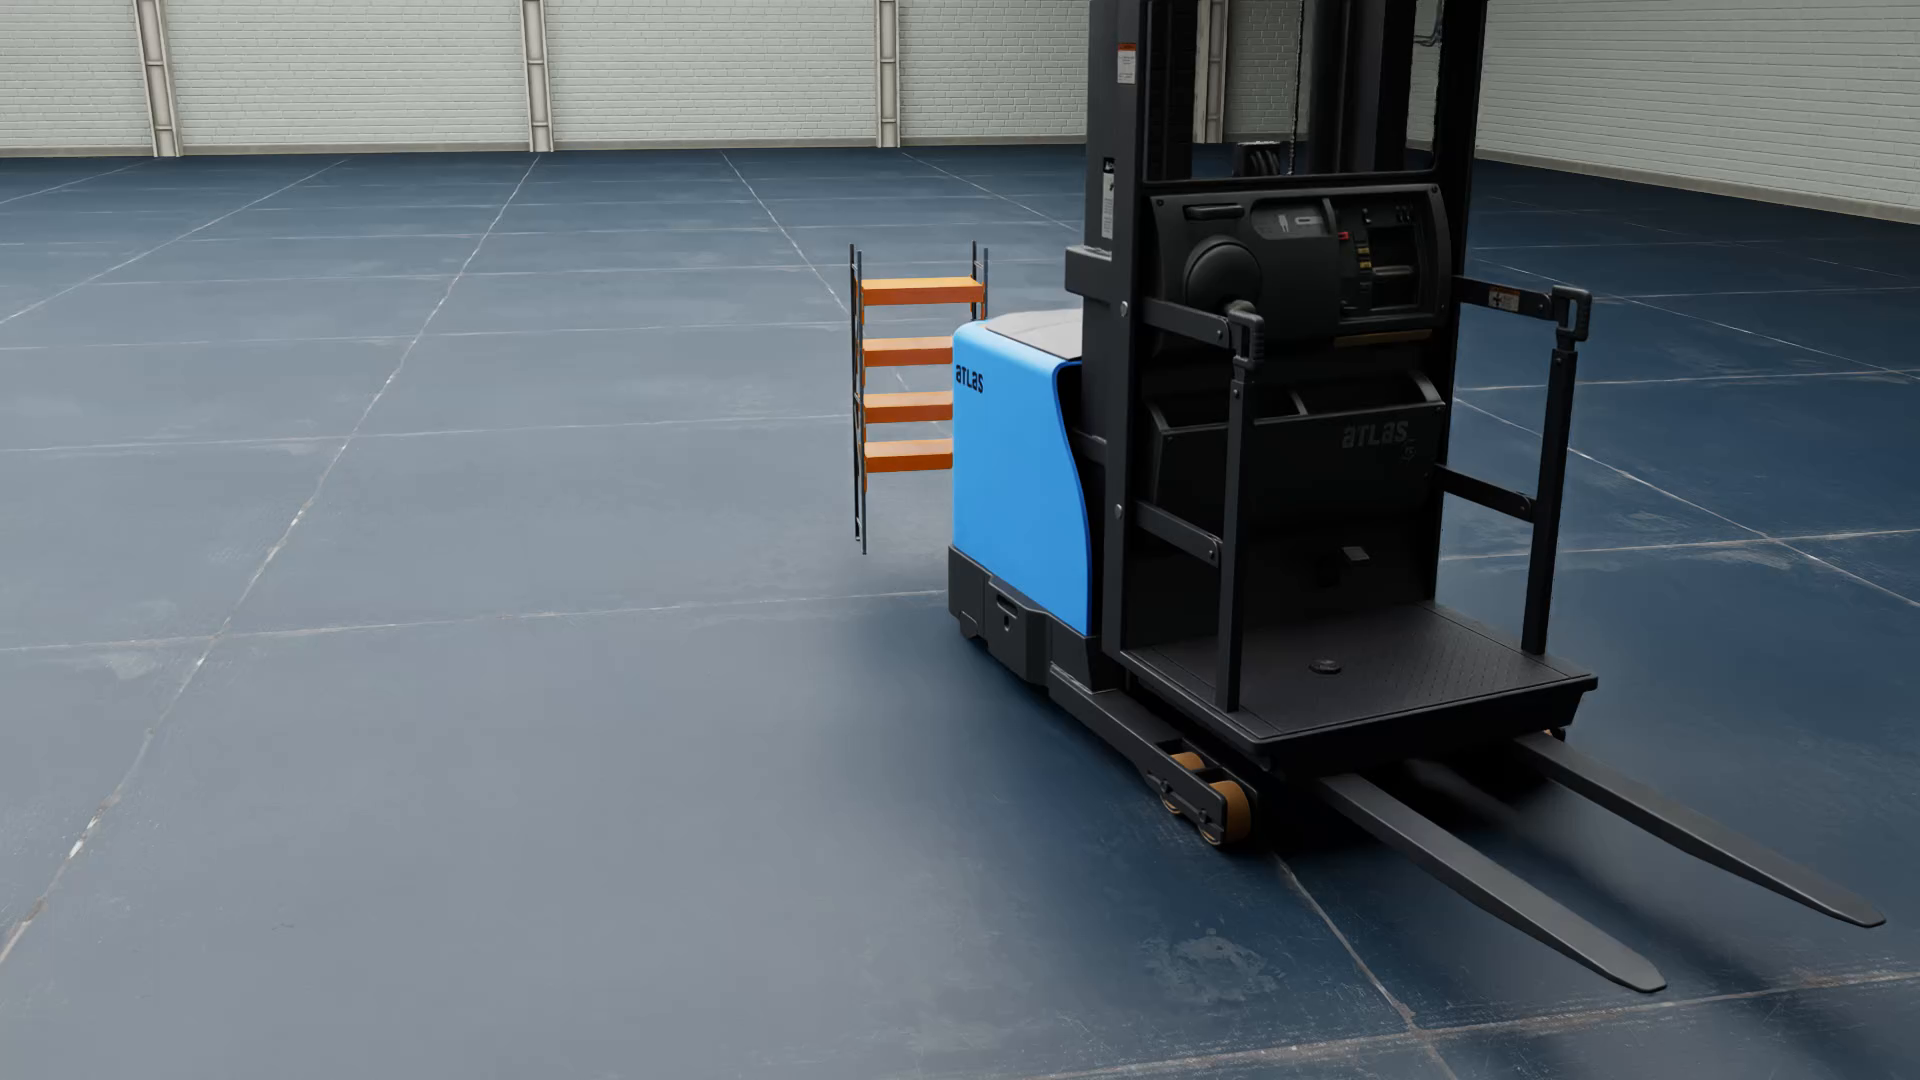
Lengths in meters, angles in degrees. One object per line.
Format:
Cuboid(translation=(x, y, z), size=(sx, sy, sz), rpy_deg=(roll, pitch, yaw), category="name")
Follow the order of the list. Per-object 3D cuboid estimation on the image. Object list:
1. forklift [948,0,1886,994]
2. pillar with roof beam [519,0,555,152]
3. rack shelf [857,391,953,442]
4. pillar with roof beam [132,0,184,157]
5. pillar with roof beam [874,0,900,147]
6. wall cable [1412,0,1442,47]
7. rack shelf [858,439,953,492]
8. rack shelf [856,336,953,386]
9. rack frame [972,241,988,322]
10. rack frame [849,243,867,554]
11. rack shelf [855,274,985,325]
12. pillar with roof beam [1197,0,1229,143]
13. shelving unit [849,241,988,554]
Cuboid(translation=(1.018, -0.761, 4.298), size=(1.130, 2.935, 3.031), rpy_deg=(-7, 19, -23), category="forklift")
Cuboid(translation=(-6.357, -9.740, 23.196), size=(0.400, 9.000, 9.100), rpy_deg=(-3, 17, -10), category="pillar with roof beam")
Cuboid(translation=(-0.163, -0.500, 6.625), size=(0.480, 0.148, 0.258), rpy_deg=(-3, 17, -10), category="rack shelf")
Cuboid(translation=(-12.248, -9.406, 22.108), size=(0.400, 9.000, 9.100), rpy_deg=(-3, 17, -10), category="pillar with roof beam")
Cuboid(translation=(-0.466, -10.074, 24.285), size=(0.400, 9.000, 9.100), rpy_deg=(-3, 17, -10), category="pillar with roof beam")
Cuboid(translation=(7.752, -9.948, 29.162), size=(0.112, 2.526, 3.097), rpy_deg=(-3, 17, -10), category="wall cable")
Cuboid(translation=(-0.163, -0.310, 6.684), size=(0.480, 0.148, 0.258), rpy_deg=(-3, 17, -10), category="rack shelf")
Cuboid(translation=(-0.163, -0.714, 6.560), size=(0.480, 0.148, 0.258), rpy_deg=(-3, 17, -10), category="rack shelf")
Cuboid(translation=(0.077, -0.578, 6.650), size=(0.015, 1.200, 0.240), rpy_deg=(-3, 17, -10), category="rack frame")
Cuboid(translation=(-0.402, -0.551, 6.561), size=(0.015, 1.200, 0.240), rpy_deg=(-3, 17, -10), category="rack frame")
Cuboid(translation=(-0.163, -0.940, 6.490), size=(0.480, 0.148, 0.258), rpy_deg=(-3, 17, -10), category="rack shelf")
Cuboid(translation=(5.425, -10.408, 25.373), size=(0.400, 9.000, 9.100), rpy_deg=(-3, 17, -10), category="pillar with roof beam")
Cuboid(translation=(-0.163, -0.564, 6.606), size=(0.503, 1.200, 0.258), rpy_deg=(-3, 17, -10), category="shelving unit")
